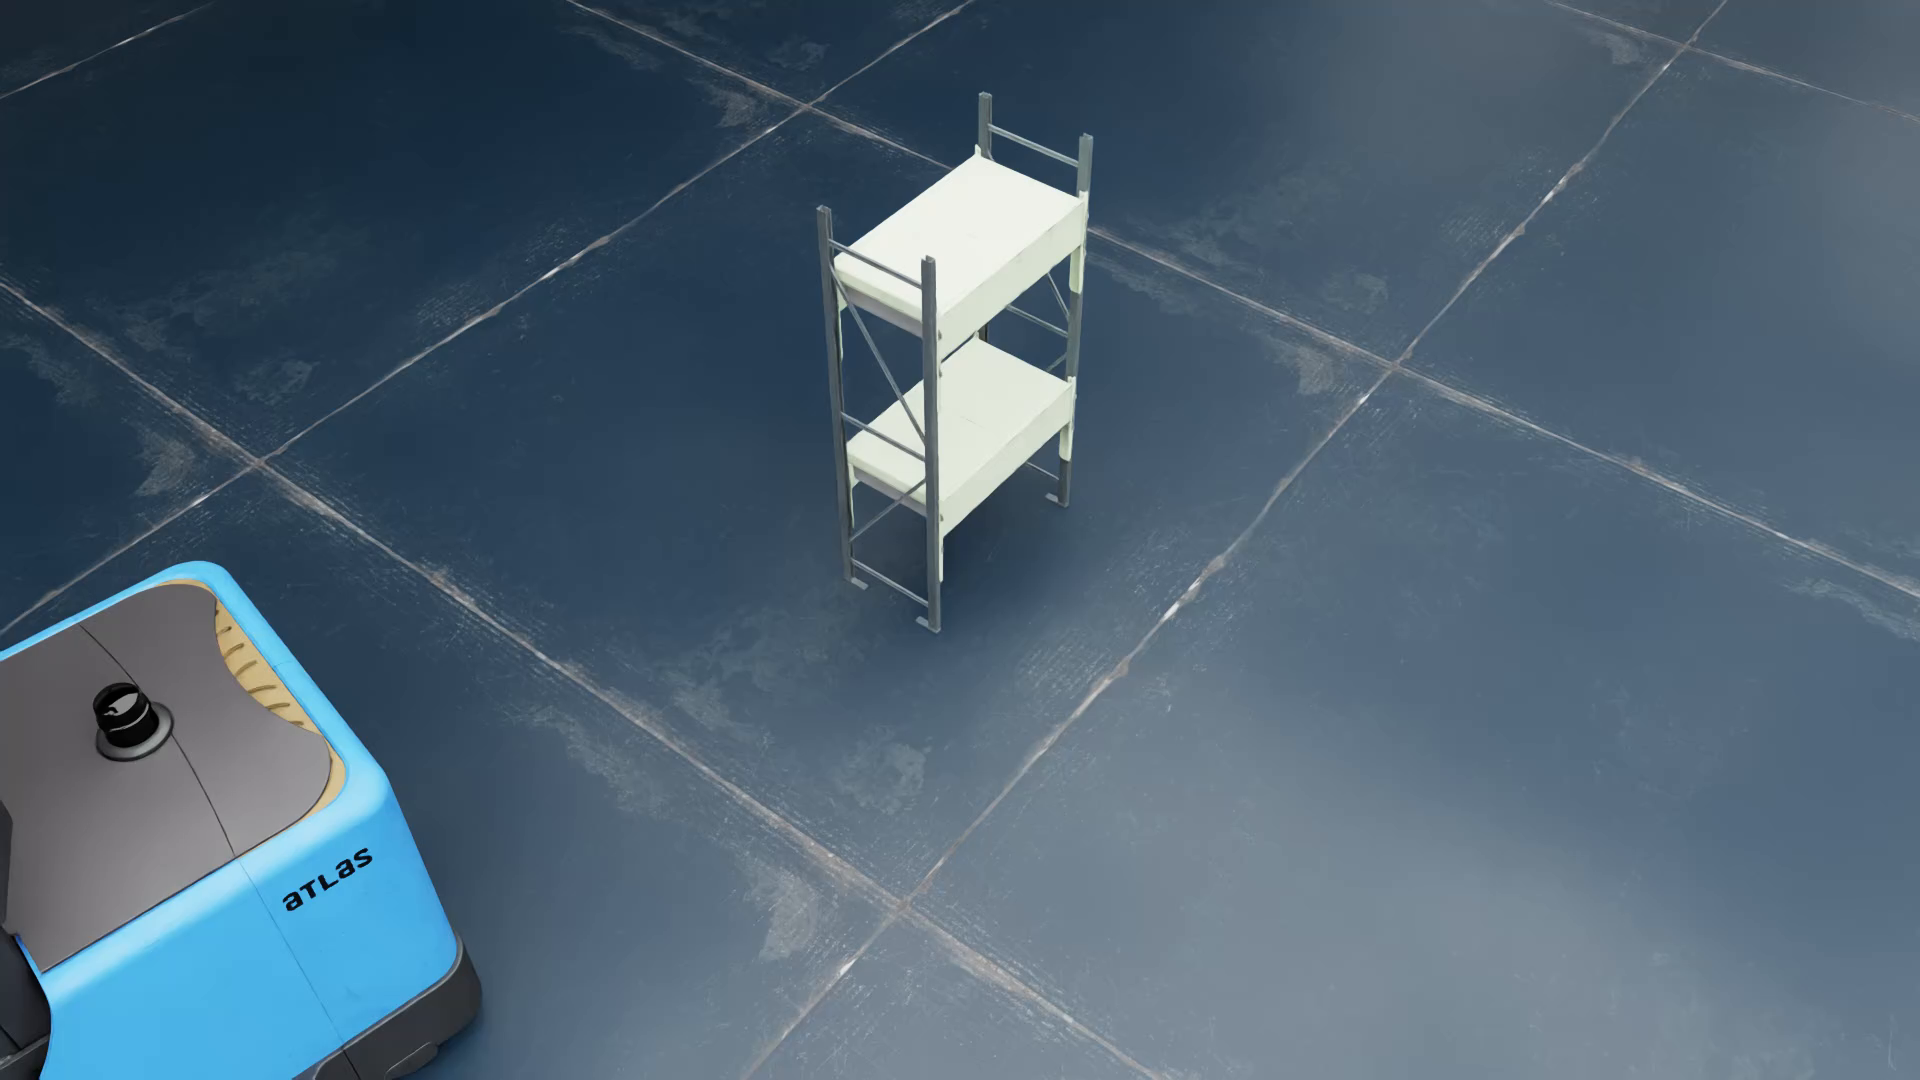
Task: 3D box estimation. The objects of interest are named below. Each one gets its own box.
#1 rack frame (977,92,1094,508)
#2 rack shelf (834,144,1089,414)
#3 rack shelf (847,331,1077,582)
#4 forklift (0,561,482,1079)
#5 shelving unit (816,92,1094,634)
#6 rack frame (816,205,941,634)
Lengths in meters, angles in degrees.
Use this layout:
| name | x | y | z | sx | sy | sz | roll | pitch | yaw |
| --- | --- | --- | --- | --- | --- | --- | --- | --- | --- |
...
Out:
| name | x | y | z | sx | sy | sz | roll | pitch | yaw |
| --- | --- | --- | --- | --- | --- | --- | --- | --- | --- |
| rack frame | 0.220 | -0.724 | 5.404 | 0.400 | 1.500 | 0.023 | 29 | 53 | 25 |
| rack shelf | -0.004 | -0.784 | 4.922 | 0.431 | 0.370 | 0.720 | 29 | 53 | 25 |
| rack shelf | -0.004 | -0.289 | 5.440 | 0.431 | 0.370 | 0.720 | 29 | 53 | 25 |
| forklift | -2.725 | 0.722 | 3.033 | 3.031 | 2.935 | 1.130 | -32 | 54 | -27 |
| shelving unit | -0.004 | -0.514 | 5.204 | 0.431 | 1.500 | 0.755 | 29 | 53 | 25 |
| rack frame | -0.228 | -0.305 | 5.004 | 0.400 | 1.500 | 0.023 | 29 | 53 | 25 |
